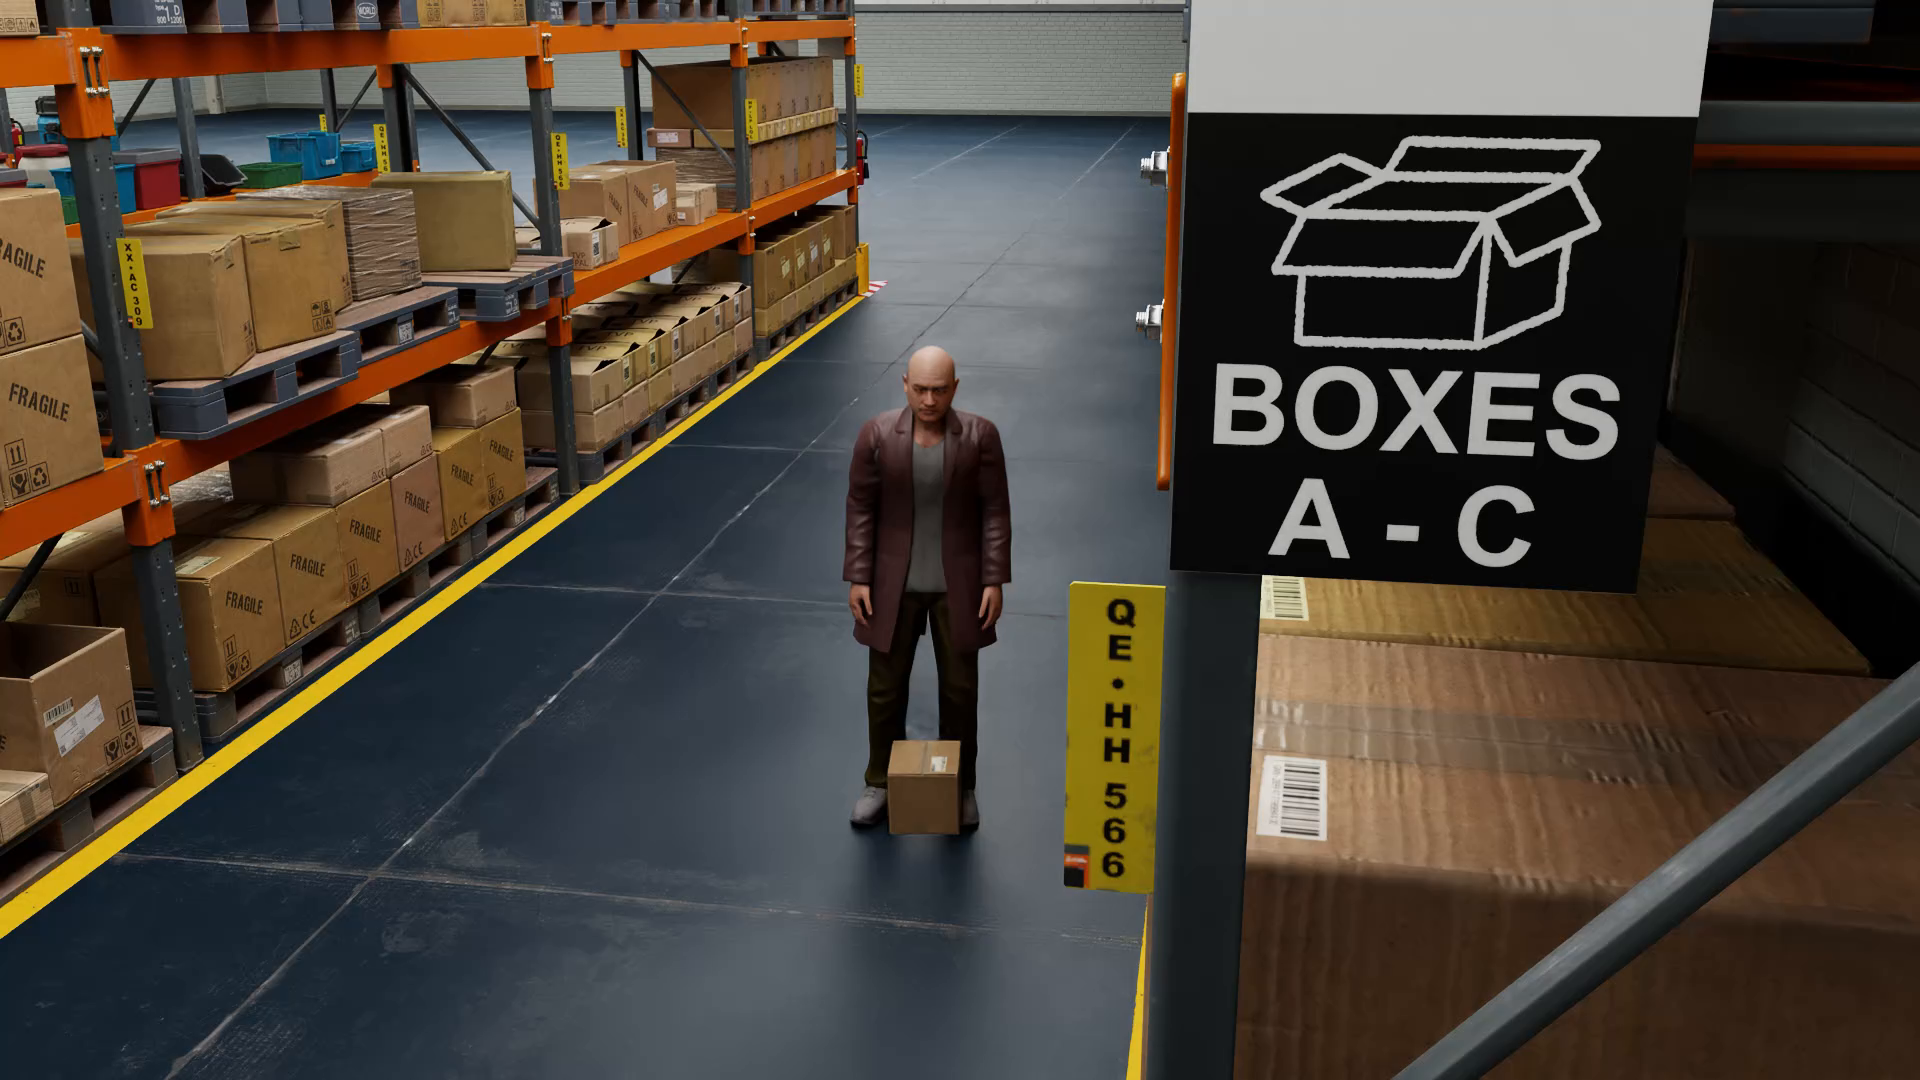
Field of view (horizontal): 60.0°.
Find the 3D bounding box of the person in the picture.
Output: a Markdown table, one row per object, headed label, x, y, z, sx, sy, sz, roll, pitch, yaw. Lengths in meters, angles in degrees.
| label | x | y | z | sx | sy | sz | roll | pitch | yaw |
| --- | --- | --- | --- | --- | --- | --- | --- | --- | --- |
| person | -0.119 | 0.167 | 6.050 | 0.612 | 1.775 | 0.426 | 1 | 18 | 2 |
